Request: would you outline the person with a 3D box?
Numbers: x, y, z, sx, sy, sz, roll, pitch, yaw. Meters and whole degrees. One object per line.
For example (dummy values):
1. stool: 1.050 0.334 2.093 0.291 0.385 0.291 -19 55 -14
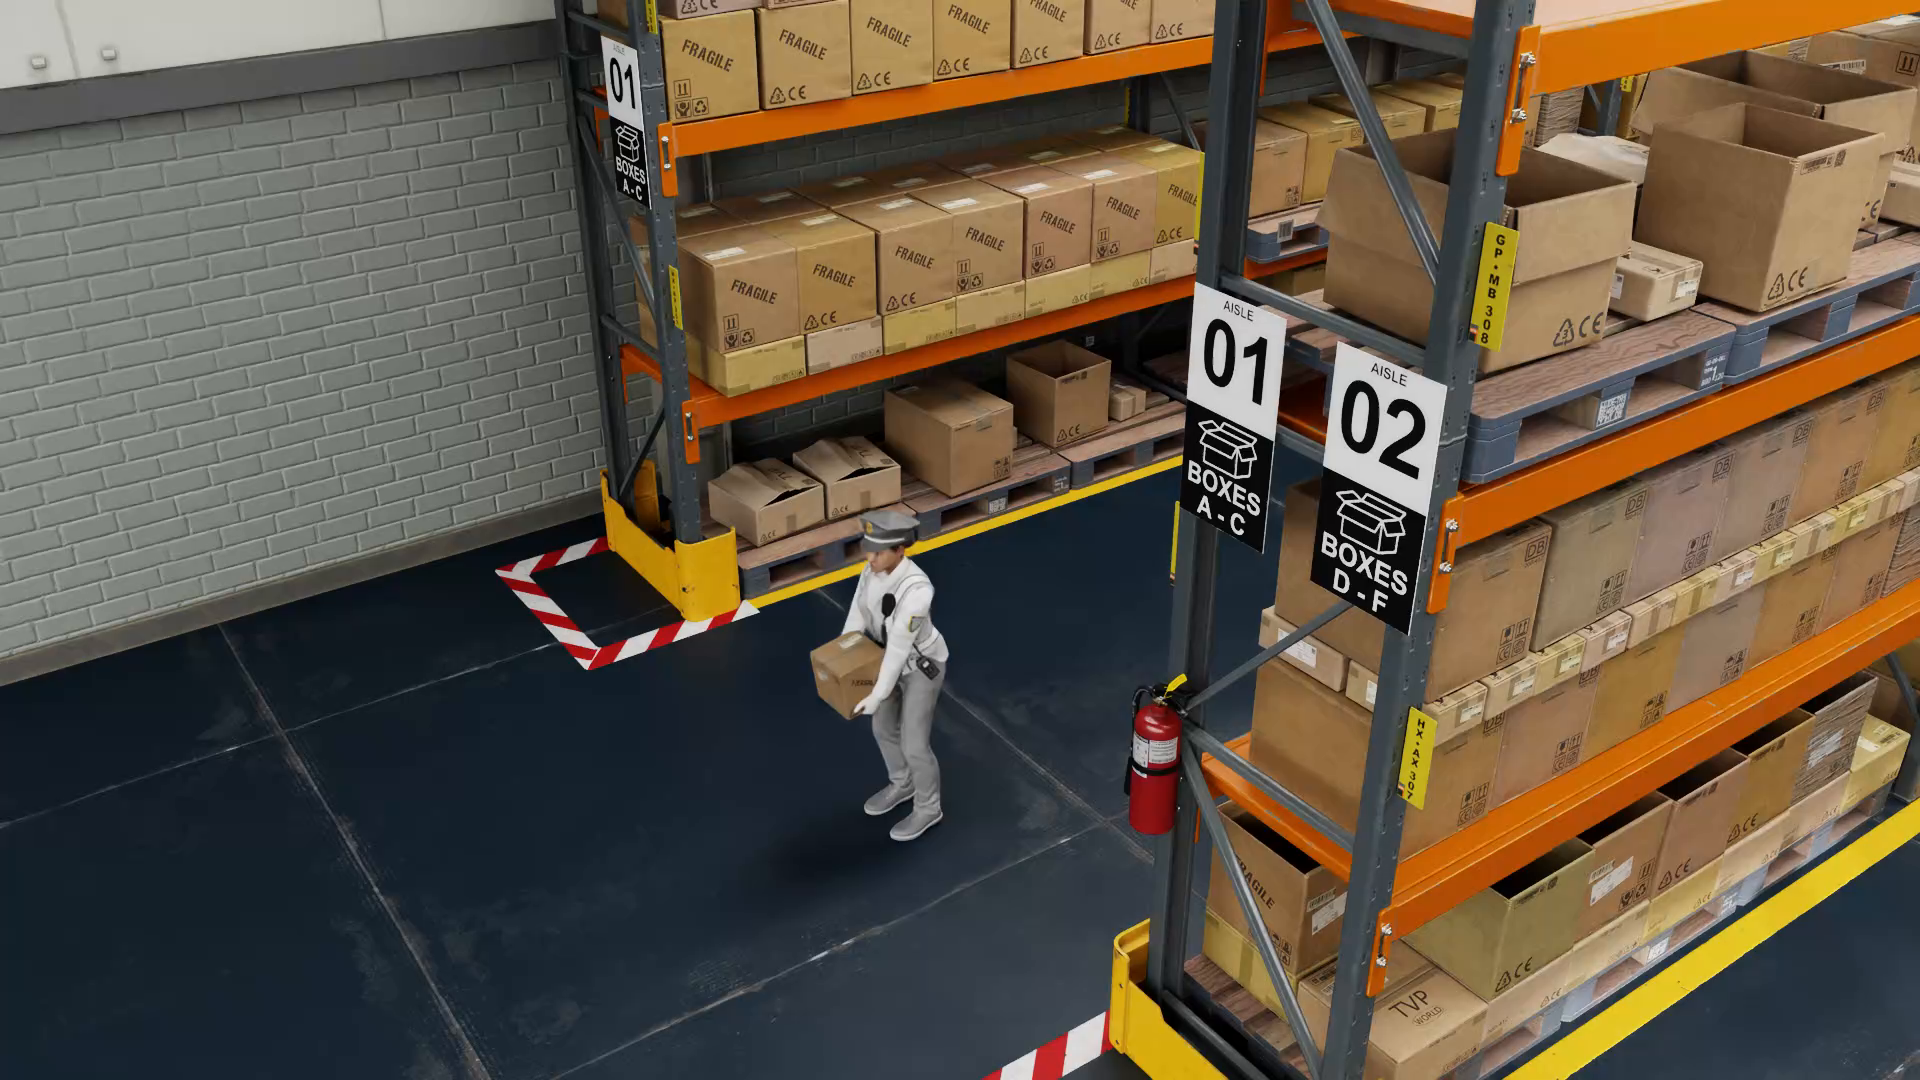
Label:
1. person: -0.318 0.615 7.512 0.542 1.665 0.415 -20 34 -31
